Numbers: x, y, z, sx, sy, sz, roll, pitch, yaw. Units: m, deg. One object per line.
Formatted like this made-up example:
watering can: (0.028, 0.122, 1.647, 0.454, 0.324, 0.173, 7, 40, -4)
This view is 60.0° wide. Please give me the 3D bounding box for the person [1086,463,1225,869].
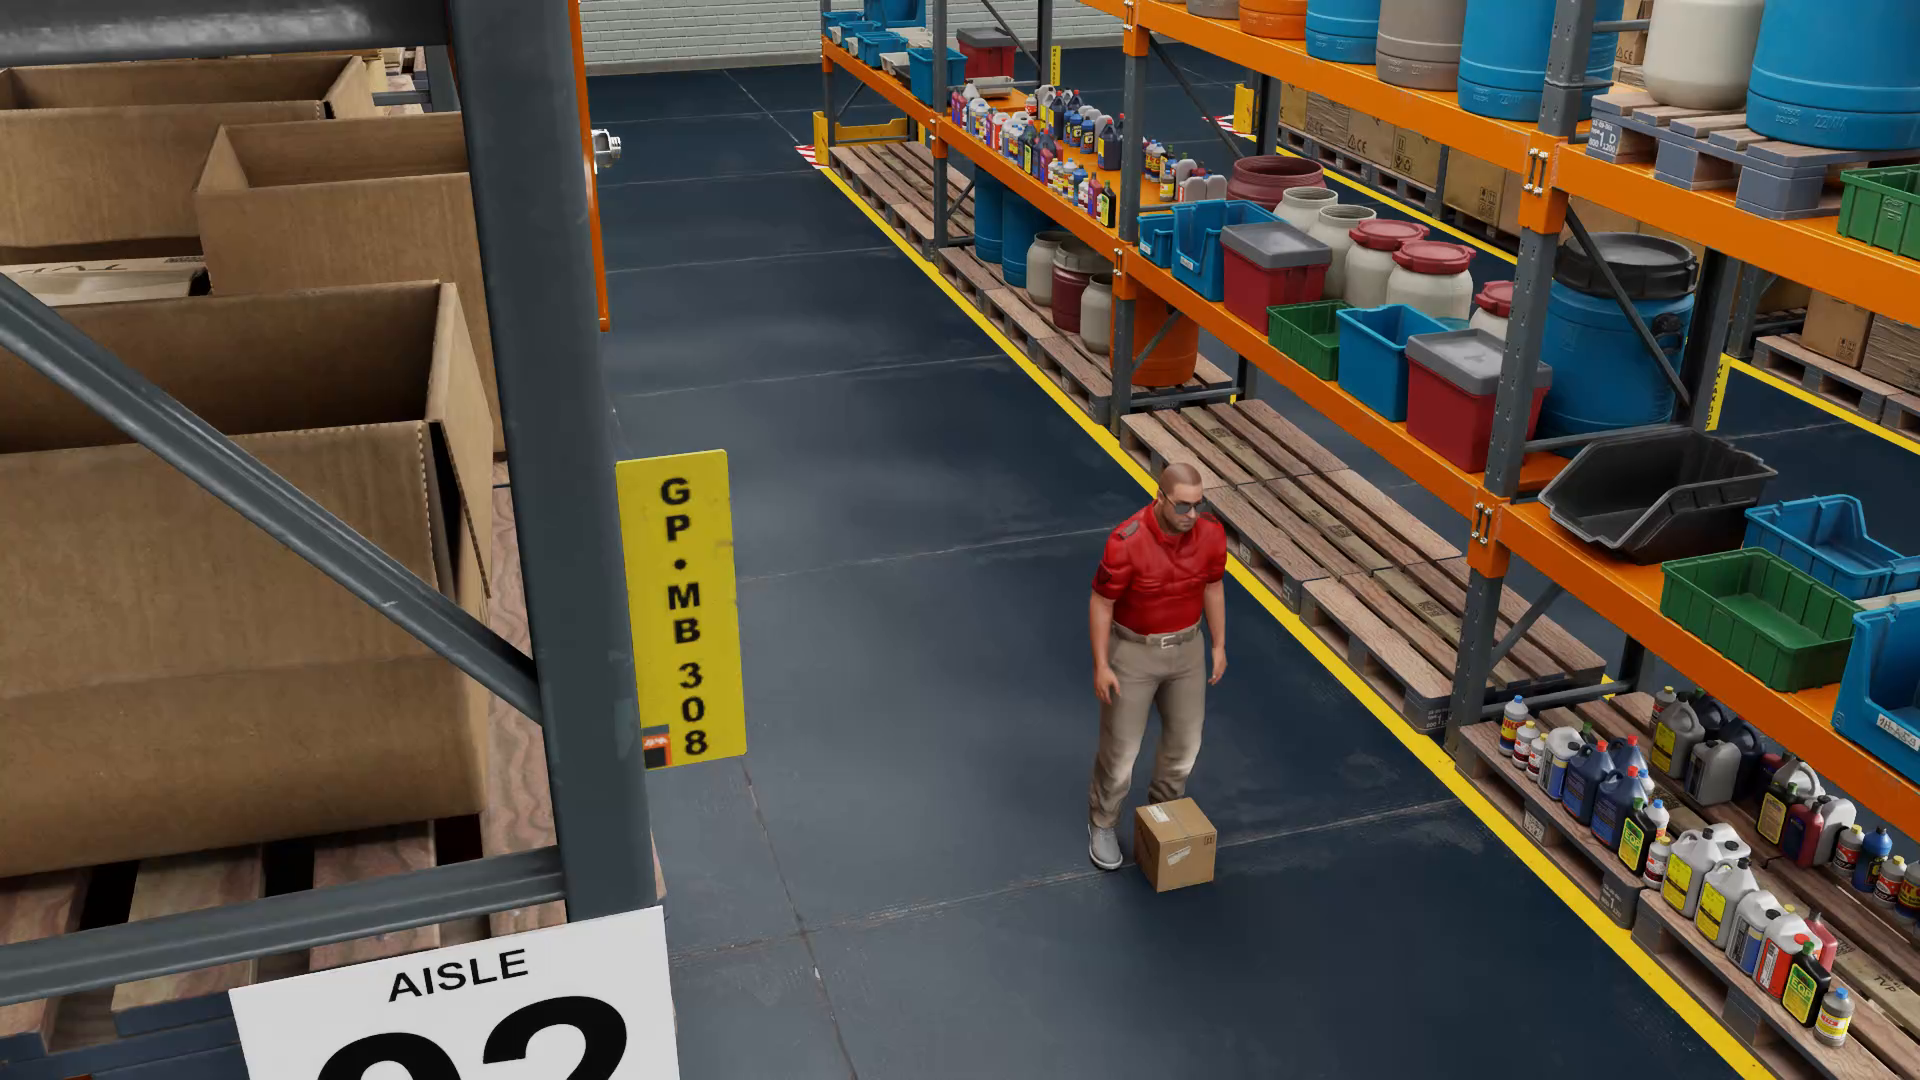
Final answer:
person: (0.783, 0.474, 6.664, 0.580, 1.727, 0.393, -8, 27, -16)
